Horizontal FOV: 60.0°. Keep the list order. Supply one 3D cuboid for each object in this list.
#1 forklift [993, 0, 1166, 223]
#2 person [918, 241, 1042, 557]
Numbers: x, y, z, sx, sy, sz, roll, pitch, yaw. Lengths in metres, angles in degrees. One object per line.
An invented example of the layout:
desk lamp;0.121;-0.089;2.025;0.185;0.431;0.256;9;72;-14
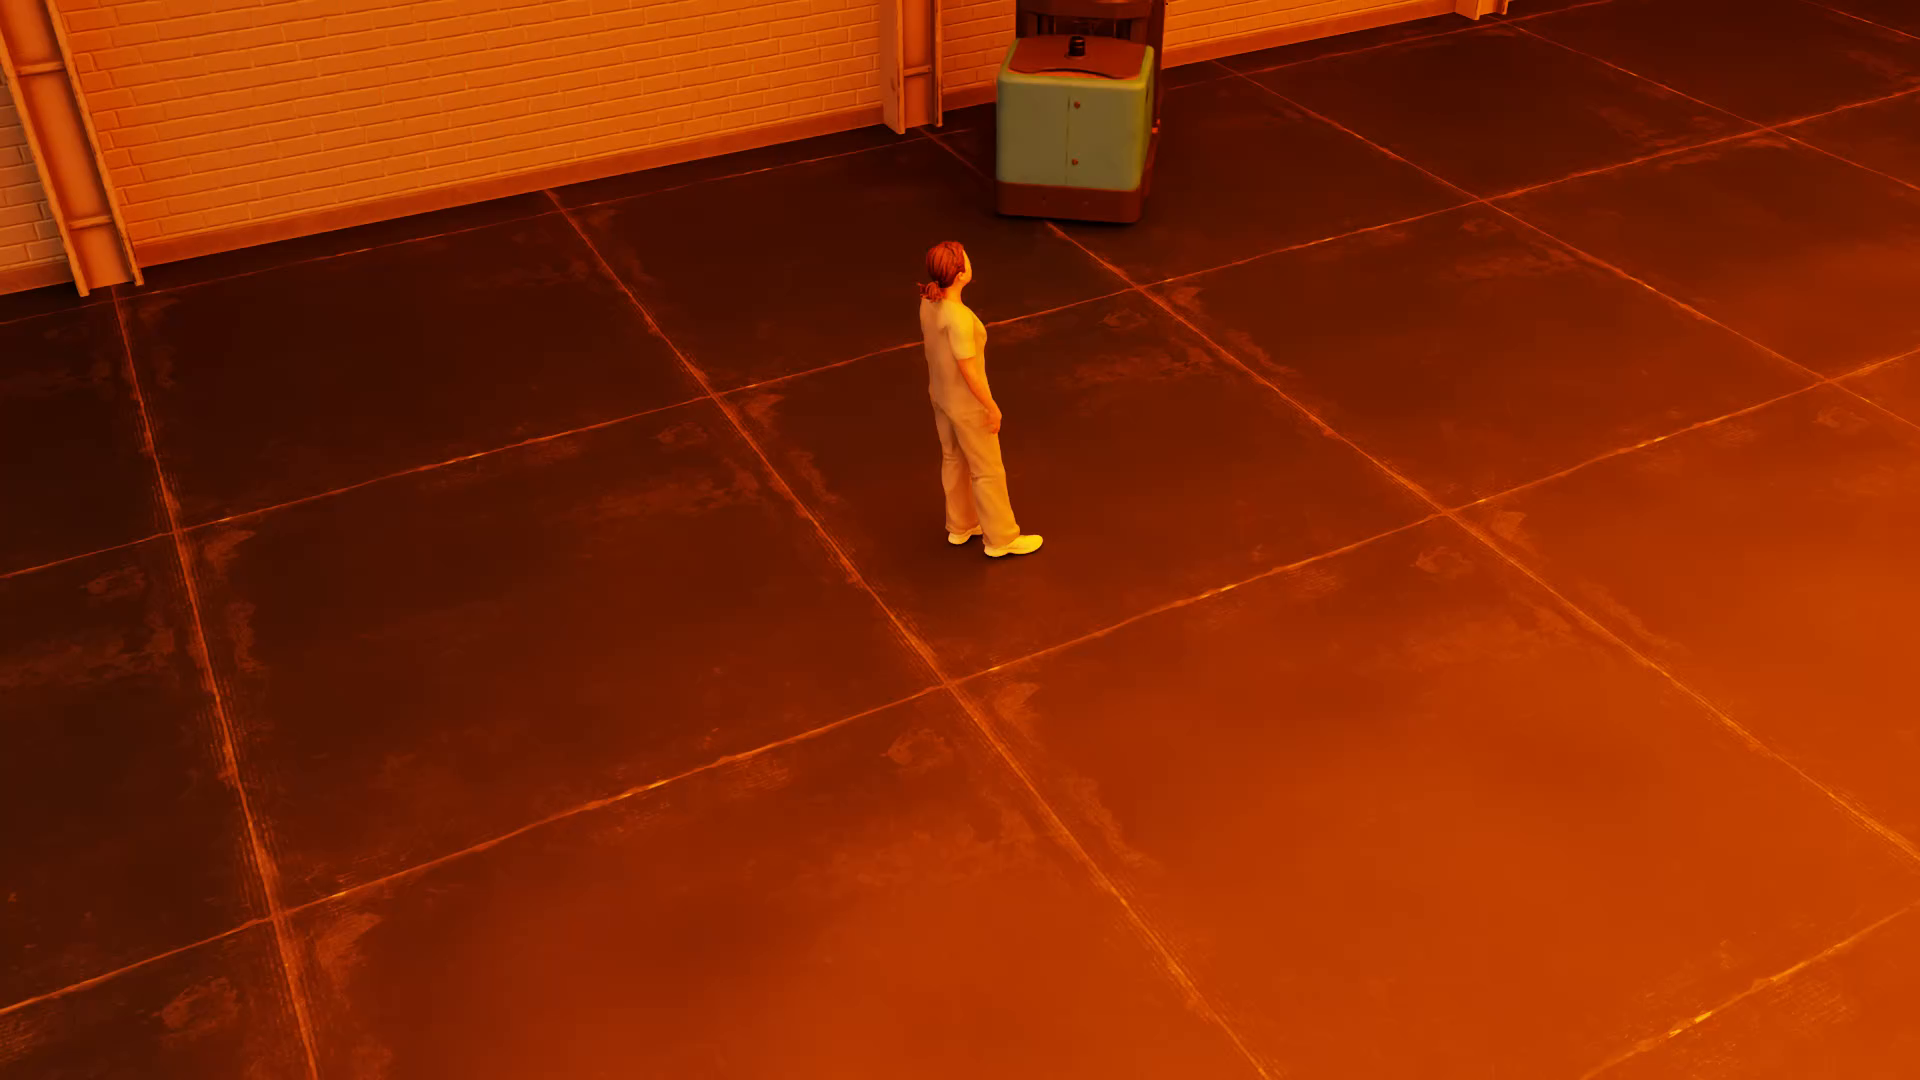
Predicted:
forklift;0.994;-4.266;12.159;1.130;2.935;3.031;6;36;8
person;0.079;-0.701;8.199;0.532;1.663;0.549;-17;39;-23
